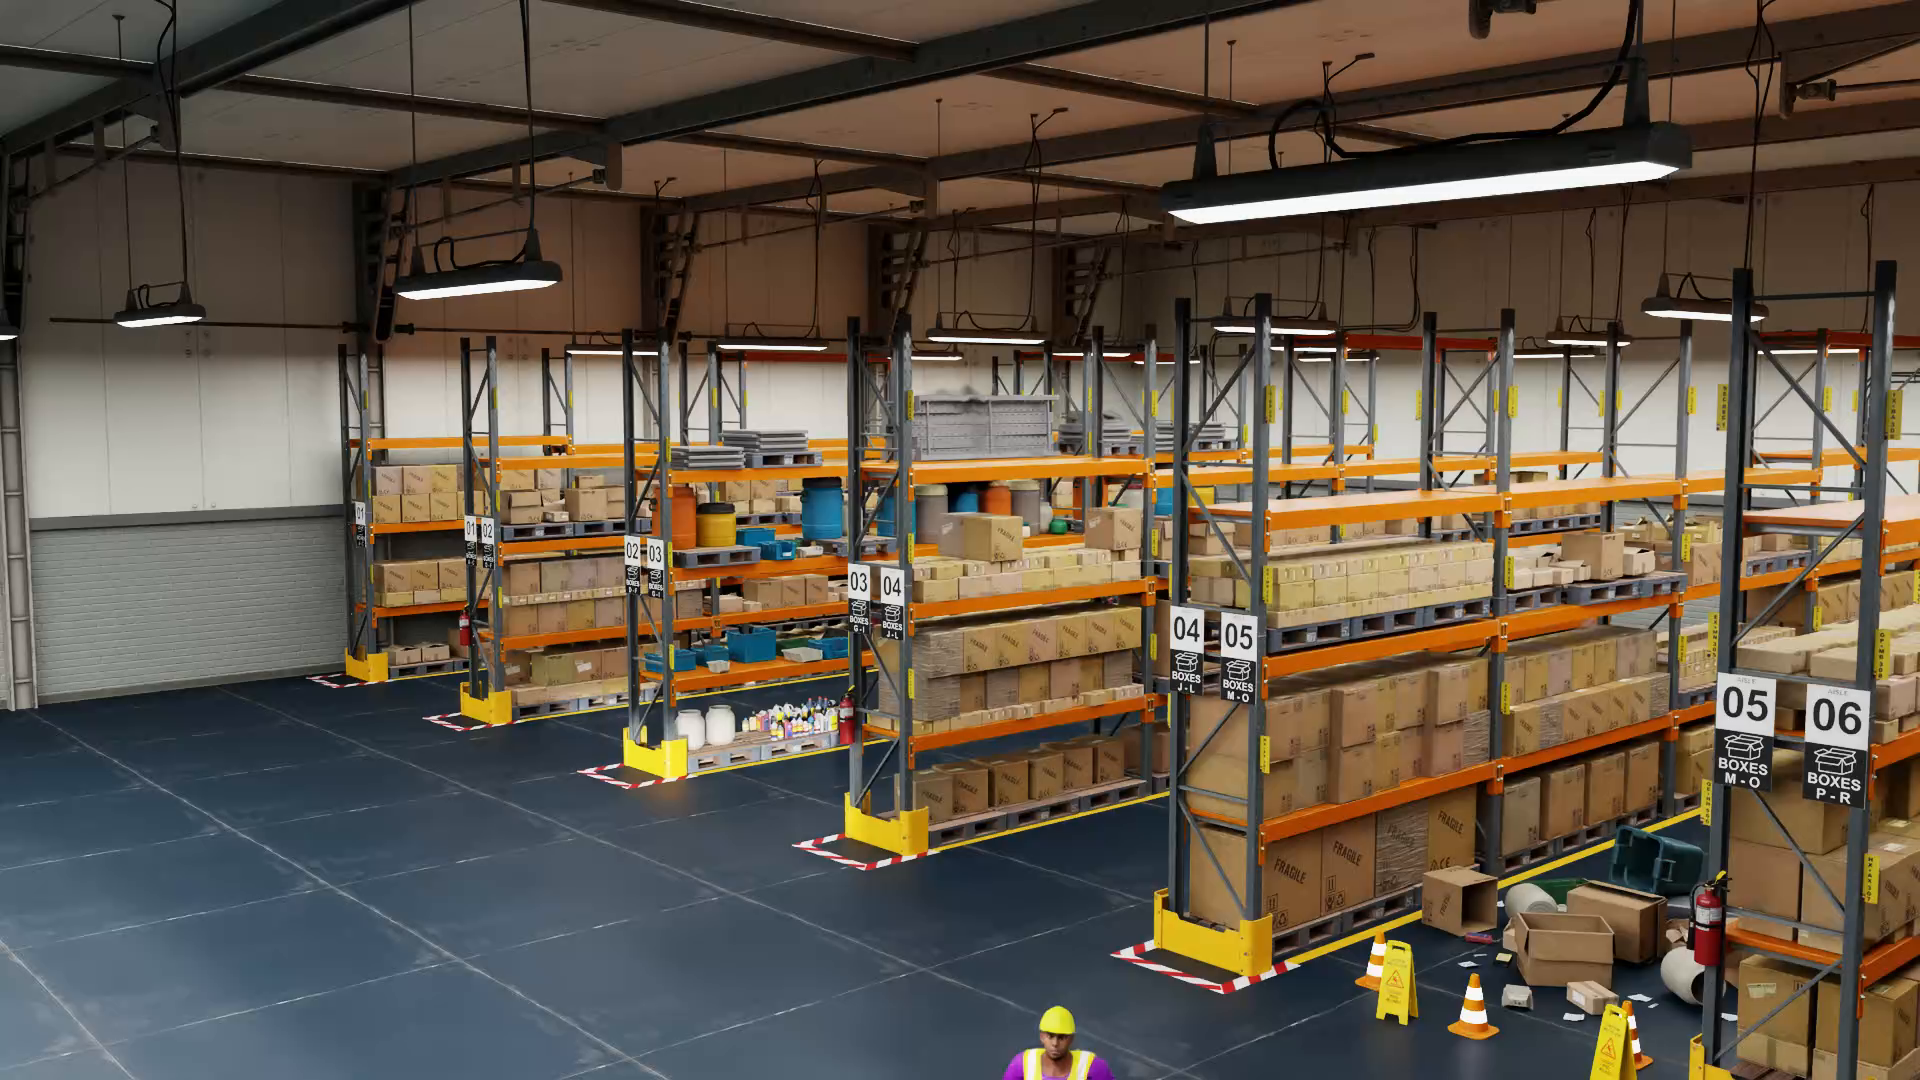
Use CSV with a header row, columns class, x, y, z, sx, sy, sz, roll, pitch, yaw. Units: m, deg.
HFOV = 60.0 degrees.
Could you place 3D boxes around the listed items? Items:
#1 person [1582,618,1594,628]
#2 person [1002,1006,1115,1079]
class,x,y,z,sx,sy,sz,roll,pitch,yaw
person,9.760,2.013,25.923,0.659,1.695,0.706,4,6,37
person,0.564,3.467,9.430,0.719,1.737,0.739,1,5,7
